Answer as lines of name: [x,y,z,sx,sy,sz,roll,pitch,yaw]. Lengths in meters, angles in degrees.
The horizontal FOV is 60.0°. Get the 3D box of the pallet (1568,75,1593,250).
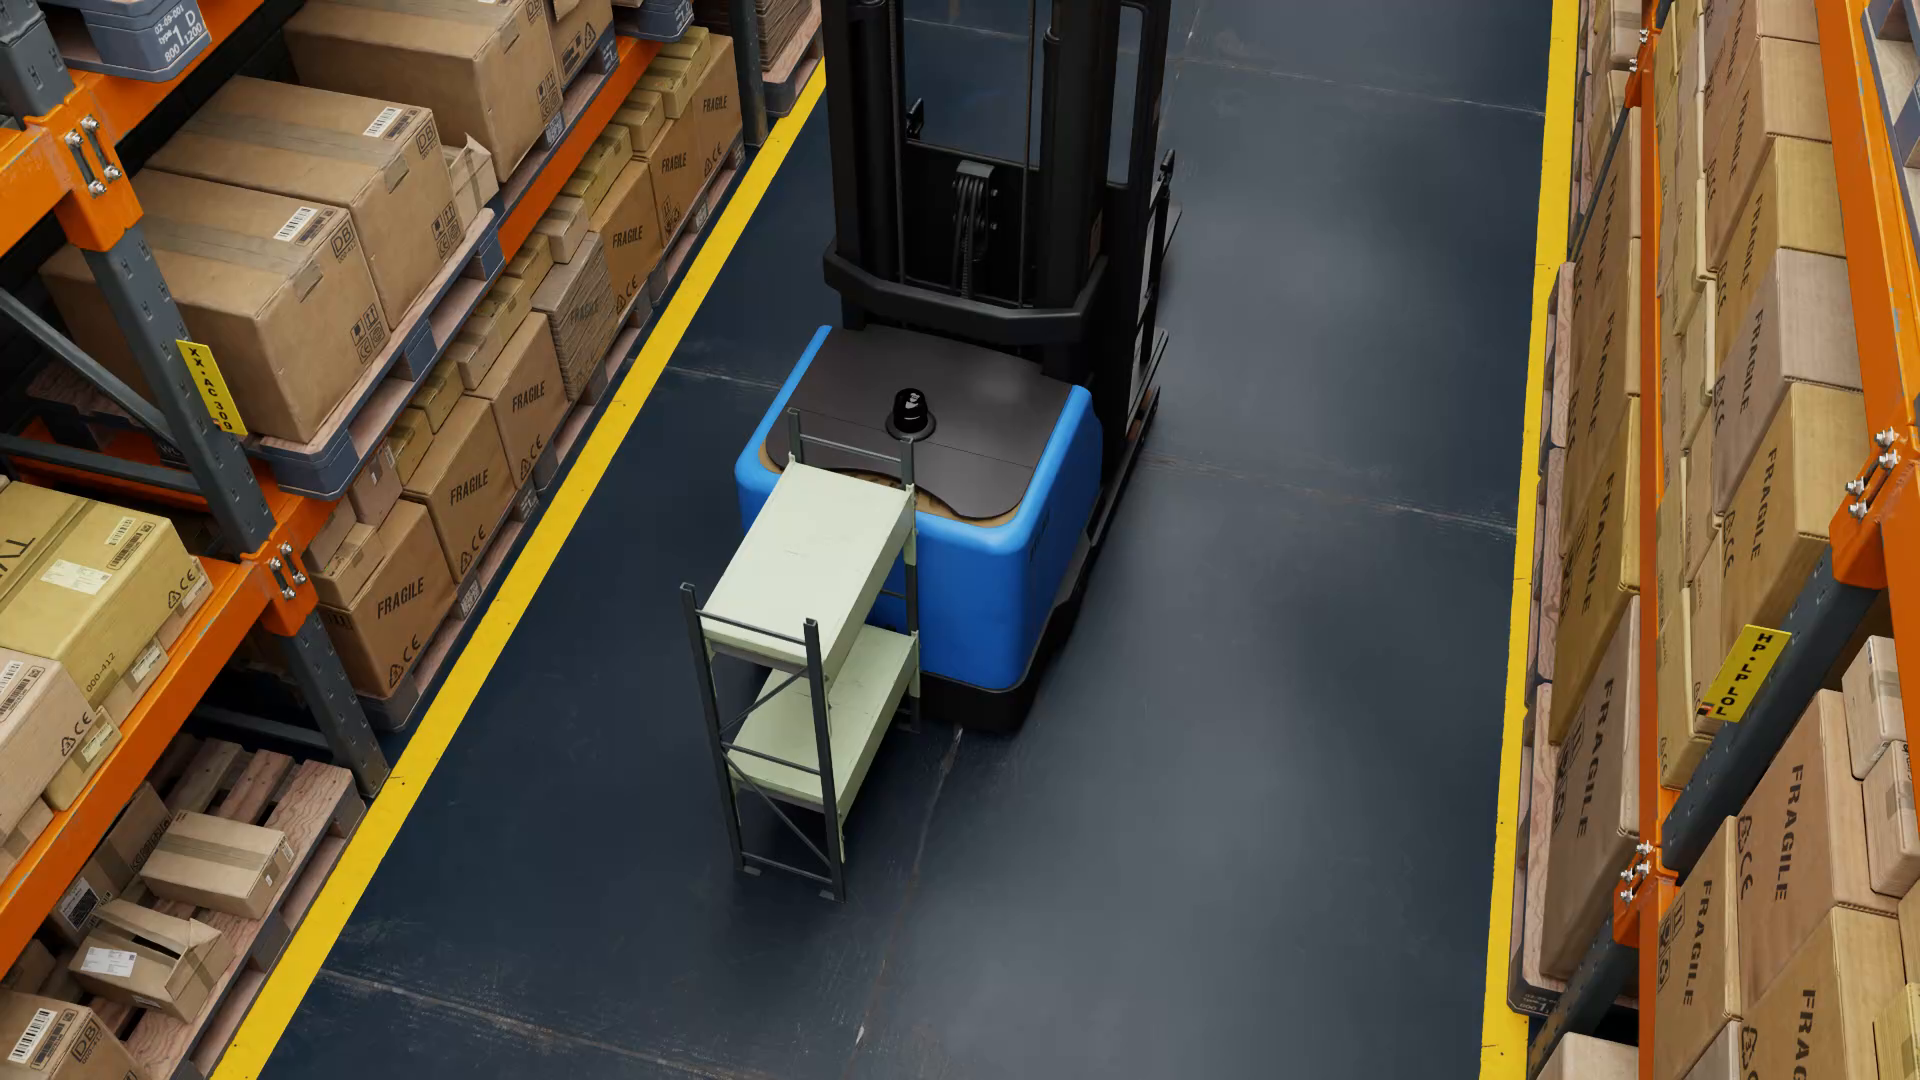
pallet: [3.522,-1.779,8.098,1.003,0.211,1.213,12,50,10]

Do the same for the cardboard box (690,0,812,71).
cardboard box: [-1.297,-2.915,8.545,0.875,0.625,0.625,13,50,11]

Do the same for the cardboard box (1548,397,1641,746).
cardboard box: [2.578,0.202,5.627,0.875,0.875,0.875,13,50,11]

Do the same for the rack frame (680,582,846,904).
rack frame: [-0.575,0.670,5.077,0.400,1.500,0.023,15,50,13]

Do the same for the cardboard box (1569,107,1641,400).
cardboard box: [3.053,-1.089,6.767,0.875,0.875,0.875,11,50,10]

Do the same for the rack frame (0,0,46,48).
rack frame: [-2.528,-2.205,2.613,1.000,3.000,0.127,12,50,10]

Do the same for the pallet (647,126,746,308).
pallet: [-1.708,-1.658,7.991,1.003,0.211,1.213,12,50,10]

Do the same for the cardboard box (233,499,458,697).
cardboard box: [-2.183,0.163,5.912,0.500,0.500,0.500,14,50,12]

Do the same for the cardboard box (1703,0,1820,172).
cardboard box: [2.677,-1.460,5.223,0.500,0.500,0.500,13,50,11]

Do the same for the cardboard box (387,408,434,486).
cardboard box: [-2.122,-0.357,5.938,0.380,0.149,0.250,9,49,8]

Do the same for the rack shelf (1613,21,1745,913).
rack shelf: [2.788,-0.452,5.547,1.077,0.370,4.000,12,50,10]

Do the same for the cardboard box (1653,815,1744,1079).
cardboard box: [1.886,1.011,3.709,0.500,0.500,0.500,13,50,11]

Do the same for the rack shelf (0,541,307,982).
rack shelf: [-3.054,1.465,3.855,1.077,0.370,4.000,12,50,10]

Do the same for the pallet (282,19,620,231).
pallet: [-1.982,-1.642,6.246,1.003,0.211,1.213,12,50,10]

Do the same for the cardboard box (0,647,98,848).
cardboard box: [-2.544,0.513,4.117,0.500,0.250,0.500,12,50,10]

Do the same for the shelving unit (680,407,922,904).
shelving unit: [-0.453,0.411,5.305,0.431,1.500,0.755,15,50,13]

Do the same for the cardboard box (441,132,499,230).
cardboard box: [-1.792,-1.244,5.575,0.396,0.266,0.258,14,50,12]

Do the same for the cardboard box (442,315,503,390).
cardboard box: [-1.961,-0.731,6.268,0.380,0.149,0.250,11,50,10]

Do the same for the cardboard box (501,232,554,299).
cardboard box: [-1.850,-1.111,6.604,0.380,0.149,0.250,12,50,10]

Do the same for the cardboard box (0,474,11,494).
cardboard box: [-2.918,0.036,4.538,0.500,0.250,0.500,11,50,10]

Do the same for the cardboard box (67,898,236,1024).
cardboard box: [-2.485,1.265,5.095,0.396,0.266,0.258,13,50,11]

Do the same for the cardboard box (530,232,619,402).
cardboard box: [-1.774,-0.959,6.901,0.500,0.500,0.500,10,49,9]

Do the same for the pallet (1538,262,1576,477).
pallet: [3.035,-0.658,7.109,1.003,0.211,1.213,12,50,10]

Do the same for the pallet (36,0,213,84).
pallet: [-2.288,-1.608,4.212,1.213,0.211,1.003,12,50,10]

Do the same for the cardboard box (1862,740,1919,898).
cardboard box: [1.877,0.544,3.022,0.380,0.149,0.250,12,50,11]

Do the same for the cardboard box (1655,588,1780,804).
cardboard box: [2.137,0.432,4.387,0.500,0.250,0.500,10,49,9]

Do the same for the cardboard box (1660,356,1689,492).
cardboard box: [2.423,-0.297,5.031,0.500,0.250,0.500,10,49,9]

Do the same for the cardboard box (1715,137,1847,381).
cardboard box: [2.419,-0.718,4.569,0.500,0.500,0.500,13,50,11]

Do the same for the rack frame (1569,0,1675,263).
rack frame: [3.315,-2.137,6.554,1.000,3.000,0.127,12,50,10]

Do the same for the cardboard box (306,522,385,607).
cardboard box: [-2.177,0.047,5.582,0.380,0.149,0.250,14,50,12]

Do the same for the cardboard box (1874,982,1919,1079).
cardboard box: [1.725,0.905,2.703,0.380,0.149,0.250,11,50,10]

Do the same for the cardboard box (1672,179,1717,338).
cardboard box: [2.517,-0.839,5.175,0.500,0.250,0.500,12,50,11]

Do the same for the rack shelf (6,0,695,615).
rack shelf: [-2.001,-1.429,6.409,1.077,0.370,4.000,12,50,10]

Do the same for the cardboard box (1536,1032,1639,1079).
cardboard box: [1.993,1.899,4.421,0.875,0.438,0.875,11,49,9]

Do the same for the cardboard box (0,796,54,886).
cardboard box: [-2.556,0.713,4.206,0.380,0.149,0.250,13,50,11]

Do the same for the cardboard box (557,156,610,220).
cardboard box: [-1.693,-1.485,6.933,0.380,0.149,0.250,11,49,9]

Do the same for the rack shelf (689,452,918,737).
rack shelf: [-0.453,0.153,5.013,0.431,0.370,0.720,15,50,13]

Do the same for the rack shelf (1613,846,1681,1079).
rack shelf: [1.736,2.441,2.993,1.077,0.370,4.000,12,50,10]

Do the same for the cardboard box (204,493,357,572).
cardboard box: [-2.235,-0.064,5.481,0.380,0.149,0.250,11,49,9]

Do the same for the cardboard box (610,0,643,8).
cardboard box: [-1.440,-2.376,6.585,0.500,0.250,0.500,9,49,8]

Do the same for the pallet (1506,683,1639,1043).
pallet: [2.392,1.106,5.551,1.003,0.211,1.213,12,50,10]

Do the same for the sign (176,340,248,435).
sign: [-2.002,-0.405,4.448,0.100,0.325,0.005,12,50,10]

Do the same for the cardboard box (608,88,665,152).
cardboard box: [-1.514,-1.847,7.253,0.380,0.149,0.250,10,49,9]

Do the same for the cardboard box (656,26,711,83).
cardboard box: [-1.360,-2.233,7.593,0.380,0.149,0.250,9,49,8]

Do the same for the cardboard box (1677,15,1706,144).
cardboard box: [2.806,-1.561,5.812,0.500,0.250,0.500,13,50,11]

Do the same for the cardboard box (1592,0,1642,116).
cardboard box: [3.660,-2.348,8.213,0.950,0.372,0.625,11,49,9]

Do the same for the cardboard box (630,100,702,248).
cardboard box: [-1.521,-1.717,7.571,0.500,0.500,0.500,11,49,9]

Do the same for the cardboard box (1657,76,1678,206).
cardboard box: [2.825,-1.408,6.011,0.500,0.250,0.500,10,49,9]

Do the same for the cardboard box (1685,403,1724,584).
cardboard box: [2.268,-0.089,4.513,0.500,0.250,0.500,13,50,11]

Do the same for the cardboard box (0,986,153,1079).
cardboard box: [-2.792,1.576,4.664,0.700,0.500,0.500,10,49,9]

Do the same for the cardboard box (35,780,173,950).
cardboard box: [-2.930,0.962,5.332,0.500,0.311,0.500,13,50,11]

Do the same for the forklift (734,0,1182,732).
forklift: [8.264,1.574,3.188,19.036,3.140,5.327,15,50,13]
